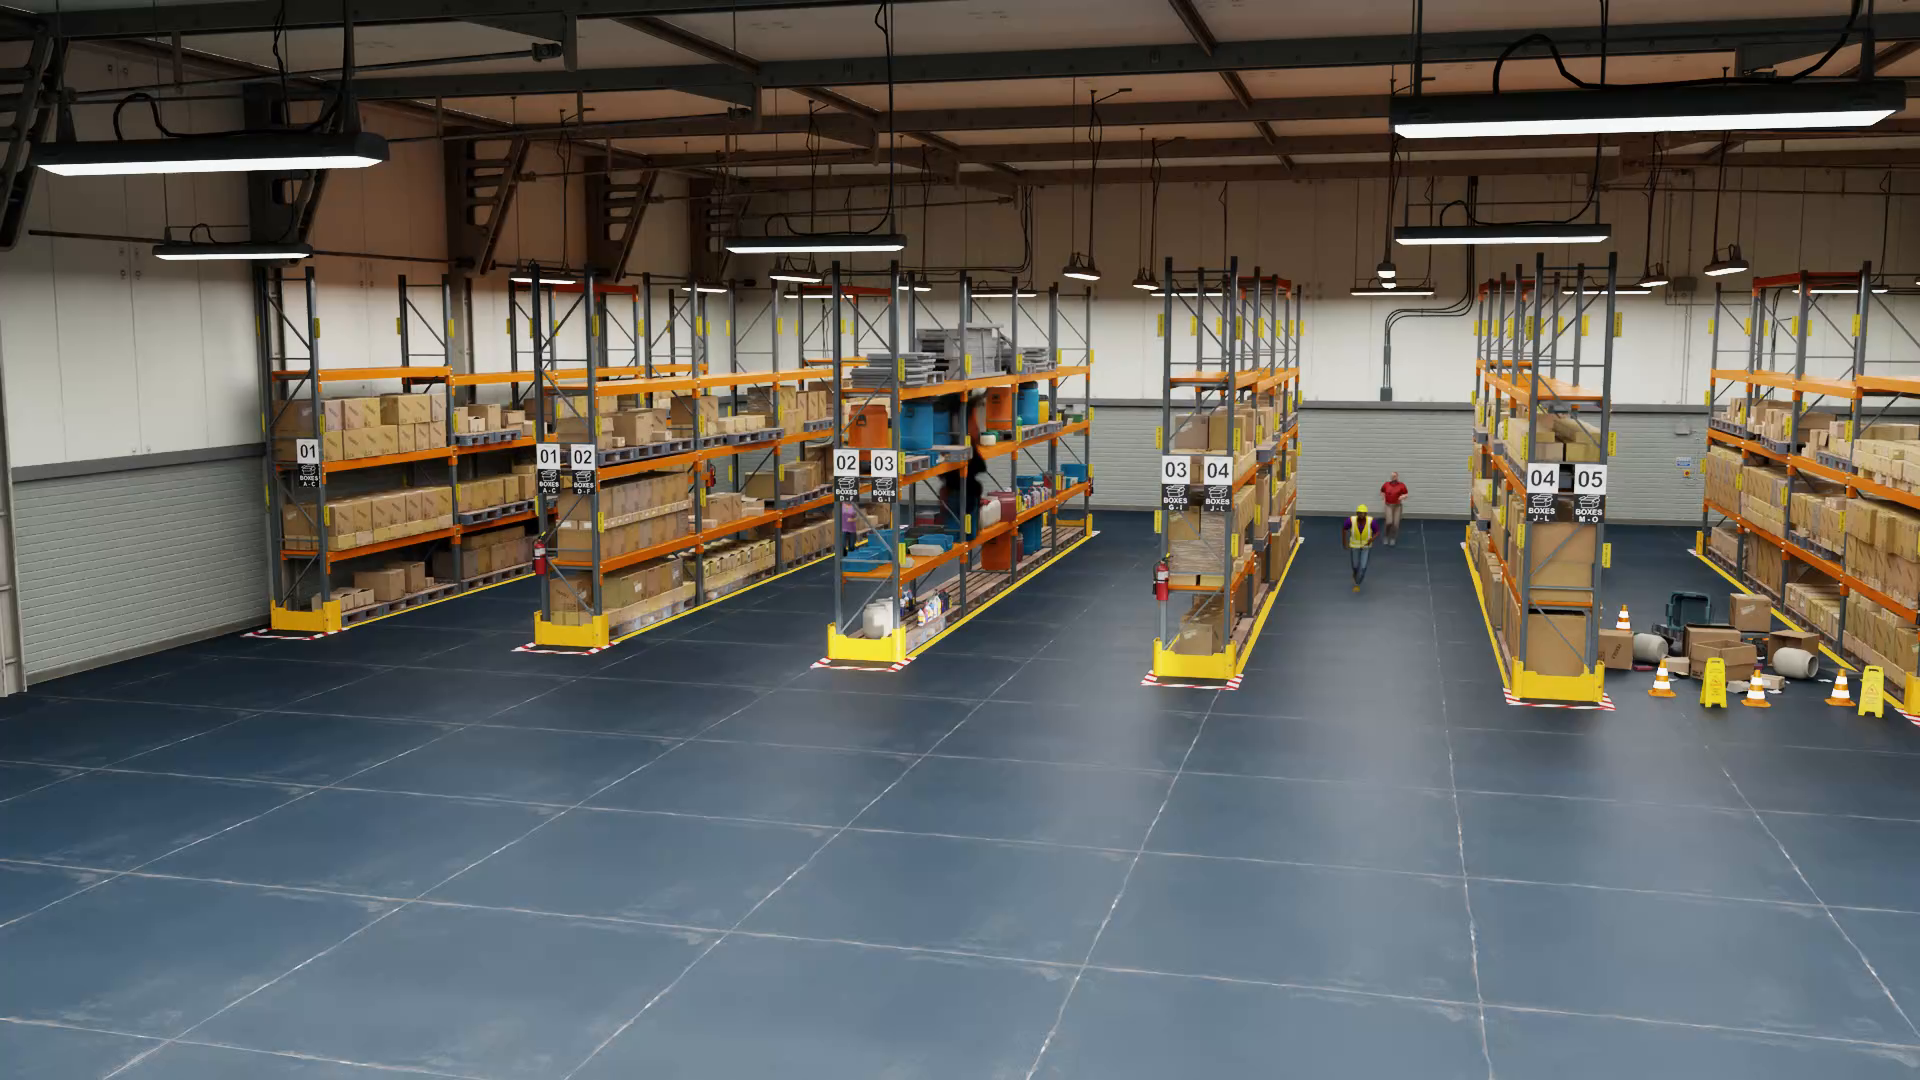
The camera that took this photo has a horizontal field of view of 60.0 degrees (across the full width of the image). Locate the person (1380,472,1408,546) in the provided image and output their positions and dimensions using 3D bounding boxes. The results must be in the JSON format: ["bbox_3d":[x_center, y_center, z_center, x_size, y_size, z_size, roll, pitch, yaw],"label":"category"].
[{"bbox_3d":[10.031,-0.704,38.450,0.632,1.739,0.684,2,7,13],"label":"person"}]

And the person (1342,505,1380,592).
[{"bbox_3d":[7.662,0.152,31.832,0.693,1.689,0.781,1,7,9],"label":"person"}]

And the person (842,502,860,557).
[{"bbox_3d":[-2.179,-0.125,32.084,0.506,1.623,0.652,0,7,-3],"label":"person"}]
